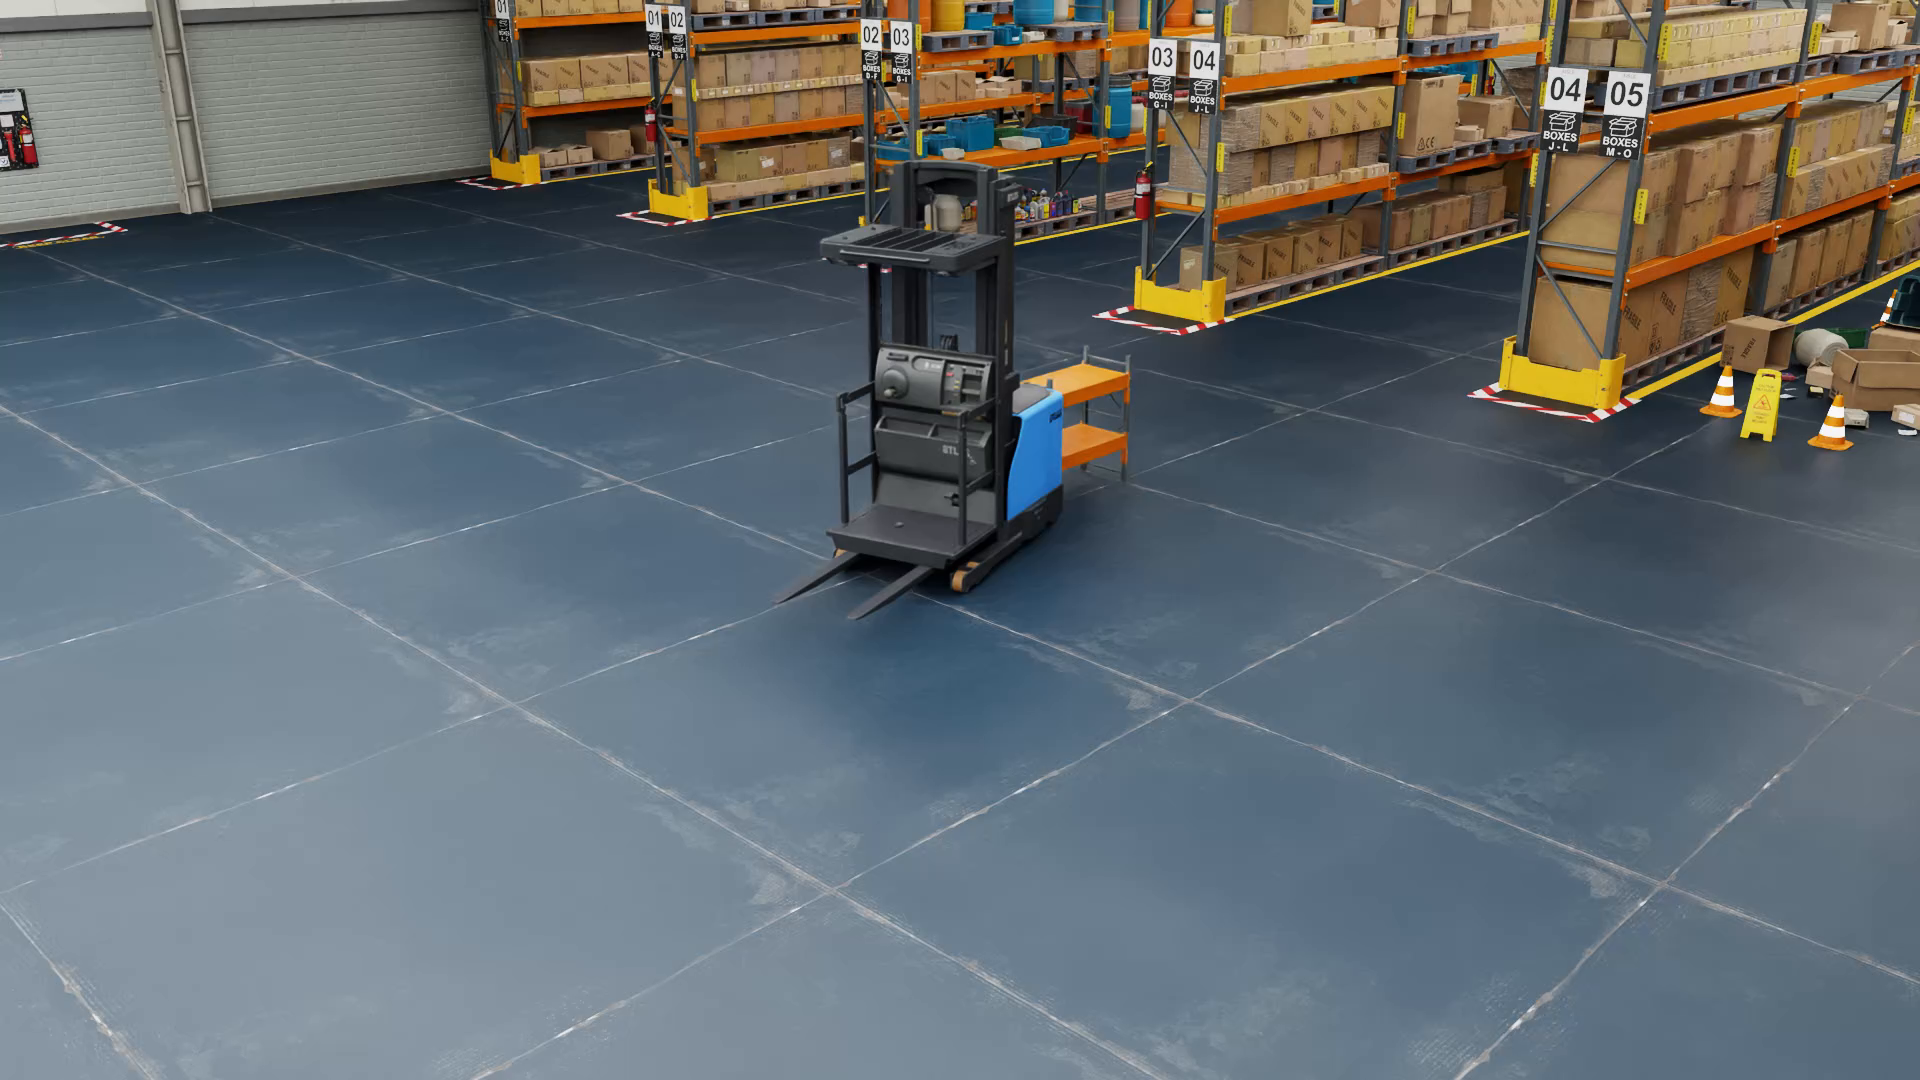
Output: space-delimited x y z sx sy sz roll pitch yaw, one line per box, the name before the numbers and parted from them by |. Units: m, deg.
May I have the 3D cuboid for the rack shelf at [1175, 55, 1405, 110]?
rack shelf | 4.004 -5.723 20.604 1.077 0.370 4.000 19 28 41

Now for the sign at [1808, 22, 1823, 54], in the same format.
sign | 9.281 -5.445 18.048 0.100 0.325 0.005 19 28 41

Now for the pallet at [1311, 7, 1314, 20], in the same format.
pallet | 5.244 -8.924 28.195 1.003 0.211 1.213 19 28 41

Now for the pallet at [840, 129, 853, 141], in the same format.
pallet | -3.004 -8.418 34.681 1.003 0.211 1.213 19 28 41

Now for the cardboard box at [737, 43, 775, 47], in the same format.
cardboard box | -4.037 -9.585 33.078 0.500 0.500 0.700 -16 26 -35

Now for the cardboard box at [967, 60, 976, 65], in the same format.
cardboard box | 0.141 -10.611 36.824 0.250 0.149 0.380 -20 28 -41

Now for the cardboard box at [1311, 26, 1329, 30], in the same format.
cardboard box | 4.469 -6.458 21.169 0.250 0.149 0.380 -19 28 -40

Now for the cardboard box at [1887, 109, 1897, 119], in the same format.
cardboard box | 12.957 -5.999 23.437 0.250 0.149 0.380 -19 28 -40

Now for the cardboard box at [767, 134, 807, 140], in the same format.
cardboard box | -2.941 -6.617 28.312 0.500 0.500 0.500 19 28 41

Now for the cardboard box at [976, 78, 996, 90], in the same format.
cardboard box | 0.332 -8.458 31.023 0.500 0.311 0.500 19 28 40

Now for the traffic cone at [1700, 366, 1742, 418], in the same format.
traffic cone | 7.480 -1.474 16.264 0.336 0.463 0.334 19 28 41

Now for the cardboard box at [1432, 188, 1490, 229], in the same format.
cardboard box | 7.358 -4.916 24.555 0.700 0.500 0.500 16 26 36

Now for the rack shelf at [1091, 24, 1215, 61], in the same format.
rack shelf | 3.245 -7.990 26.504 1.077 0.370 4.000 19 28 41

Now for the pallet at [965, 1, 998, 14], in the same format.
pallet | -0.093 -9.508 29.713 1.213 0.211 1.003 -19 28 -40

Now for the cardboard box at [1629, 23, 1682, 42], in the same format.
cardboard box | 6.553 -4.781 15.665 0.380 0.149 0.250 20 28 41

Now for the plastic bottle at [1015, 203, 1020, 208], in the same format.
plastic bottle | 0.858 -5.229 25.576 0.144 0.351 0.185 18 27 38

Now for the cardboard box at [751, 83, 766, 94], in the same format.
cardboard box | -3.340 -7.287 26.808 0.380 0.149 0.250 18 27 39

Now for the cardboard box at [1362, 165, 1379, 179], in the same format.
cardboard box | 5.278 -4.864 21.900 0.380 0.149 0.250 19 28 41

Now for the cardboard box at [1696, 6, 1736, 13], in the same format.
cardboard box | 8.207 -5.728 18.130 0.380 0.149 0.250 19 28 40

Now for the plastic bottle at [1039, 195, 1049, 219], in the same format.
plastic bottle | 1.248 -5.011 25.009 0.144 0.351 0.185 19 28 40

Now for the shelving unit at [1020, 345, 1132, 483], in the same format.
shelving unit | 0.904 -0.950 13.978 0.538 1.125 1.048 19 28 40

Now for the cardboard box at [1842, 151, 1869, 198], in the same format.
cardboard box | 10.853 -4.541 20.567 0.500 0.500 0.500 19 28 40

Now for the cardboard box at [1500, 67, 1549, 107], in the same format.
cardboard box | 8.711 -6.899 25.306 0.637 0.503 0.797 -19 28 -40

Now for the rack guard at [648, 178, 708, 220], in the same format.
rack guard | -4.503 -5.452 26.561 1.175 0.500 0.348 19 28 41

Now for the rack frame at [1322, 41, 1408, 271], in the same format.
rack frame | 5.399 -5.172 22.351 1.000 3.000 0.127 19 28 41

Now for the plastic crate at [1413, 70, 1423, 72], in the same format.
plastic crate | 8.895 -9.127 32.789 0.416 0.233 0.300 19 28 41

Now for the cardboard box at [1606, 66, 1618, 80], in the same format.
cardboard box | 6.257 -4.637 16.403 0.380 0.149 0.250 20 28 41

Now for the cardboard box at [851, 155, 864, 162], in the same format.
cardboard box | -1.615 -6.744 29.688 0.500 0.250 0.500 19 28 40

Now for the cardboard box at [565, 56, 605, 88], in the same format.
cardboard box | -6.773 -8.456 30.030 0.500 0.500 0.500 18 27 39

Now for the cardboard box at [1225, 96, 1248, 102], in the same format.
cardboard box | 3.160 -5.130 20.292 0.500 0.500 0.500 19 28 41

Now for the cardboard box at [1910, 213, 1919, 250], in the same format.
cardboard box | 13.052 -4.344 23.093 0.500 0.500 0.500 18 28 39

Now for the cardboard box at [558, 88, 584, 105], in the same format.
cardboard box | -7.118 -7.986 29.851 0.500 0.250 0.500 18 28 39

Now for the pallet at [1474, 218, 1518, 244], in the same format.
pallet | 7.643 -4.698 25.004 1.003 0.211 1.213 19 28 41

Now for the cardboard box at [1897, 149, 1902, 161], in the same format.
cardboard box | 12.129 -5.076 21.866 0.380 0.149 0.250 19 28 40

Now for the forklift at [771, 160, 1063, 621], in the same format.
forklift | -0.297 -1.165 12.020 1.130 2.935 3.031 11 23 26

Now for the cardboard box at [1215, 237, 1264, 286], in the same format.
cardboard box | 3.449 -3.492 20.877 0.500 0.500 0.500 -12 24 -28

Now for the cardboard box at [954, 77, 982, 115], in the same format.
cardboard box | -0.027 -9.941 37.168 0.750 0.750 0.750 20 28 41

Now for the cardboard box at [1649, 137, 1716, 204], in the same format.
cardboard box | 7.184 -3.811 17.094 0.875 0.550 0.550 19 28 41

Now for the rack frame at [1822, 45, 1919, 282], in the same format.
rack frame | 11.673 -4.933 21.728 1.000 3.000 0.127 19 28 41

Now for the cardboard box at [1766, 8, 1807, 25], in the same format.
cardboard box | 8.855 -5.629 17.872 0.380 0.149 0.250 19 28 40

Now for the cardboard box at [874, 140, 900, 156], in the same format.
cardboard box | -1.229 -6.871 29.235 0.500 0.311 0.500 19 28 41

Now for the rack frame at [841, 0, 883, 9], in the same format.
rack frame | -1.696 -10.453 27.727 1.000 3.000 0.127 19 28 41

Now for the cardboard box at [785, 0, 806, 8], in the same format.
cardboard box | -2.935 -8.971 27.127 0.637 0.503 0.797 -16 26 -36

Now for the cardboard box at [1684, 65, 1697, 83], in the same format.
cardboard box | 6.913 -4.540 16.150 0.380 0.149 0.250 19 28 41

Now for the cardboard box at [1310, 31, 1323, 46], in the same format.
cardboard box | 4.212 -6.145 20.355 0.380 0.149 0.250 18 27 39

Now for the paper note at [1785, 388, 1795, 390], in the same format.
paper note | 8.537 -1.549 17.091 0.123 0.001 0.032 -6 22 -15

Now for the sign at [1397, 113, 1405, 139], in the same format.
sign | 5.793 -5.443 21.847 0.100 0.325 0.005 19 28 41

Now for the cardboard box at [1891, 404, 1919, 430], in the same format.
cardboard box | 9.175 -1.175 15.925 0.250 0.149 0.380 -6 22 -15

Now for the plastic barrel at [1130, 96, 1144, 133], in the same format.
plastic barrel | 2.675 -6.666 26.049 0.433 0.535 0.433 0 21 0

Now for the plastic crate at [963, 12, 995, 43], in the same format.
plastic crate | 0.174 -7.342 23.837 0.392 0.384 0.575 19 28 41

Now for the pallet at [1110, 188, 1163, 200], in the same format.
pallet | 3.221 -5.637 27.446 1.003 0.211 1.213 19 28 41

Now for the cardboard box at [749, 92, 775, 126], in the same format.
cardboard box | -3.438 -7.050 27.097 0.700 0.500 0.500 19 28 41

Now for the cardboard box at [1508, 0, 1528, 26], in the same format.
cardboard box | 7.686 -7.561 23.548 0.500 0.500 0.500 19 28 41

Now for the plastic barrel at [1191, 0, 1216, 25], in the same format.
plastic barrel | 3.912 -8.918 27.215 0.600 0.901 0.600 0 21 0

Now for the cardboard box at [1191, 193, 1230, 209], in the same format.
cardboard box | 2.978 -4.040 19.756 0.380 0.149 0.250 19 28 41
